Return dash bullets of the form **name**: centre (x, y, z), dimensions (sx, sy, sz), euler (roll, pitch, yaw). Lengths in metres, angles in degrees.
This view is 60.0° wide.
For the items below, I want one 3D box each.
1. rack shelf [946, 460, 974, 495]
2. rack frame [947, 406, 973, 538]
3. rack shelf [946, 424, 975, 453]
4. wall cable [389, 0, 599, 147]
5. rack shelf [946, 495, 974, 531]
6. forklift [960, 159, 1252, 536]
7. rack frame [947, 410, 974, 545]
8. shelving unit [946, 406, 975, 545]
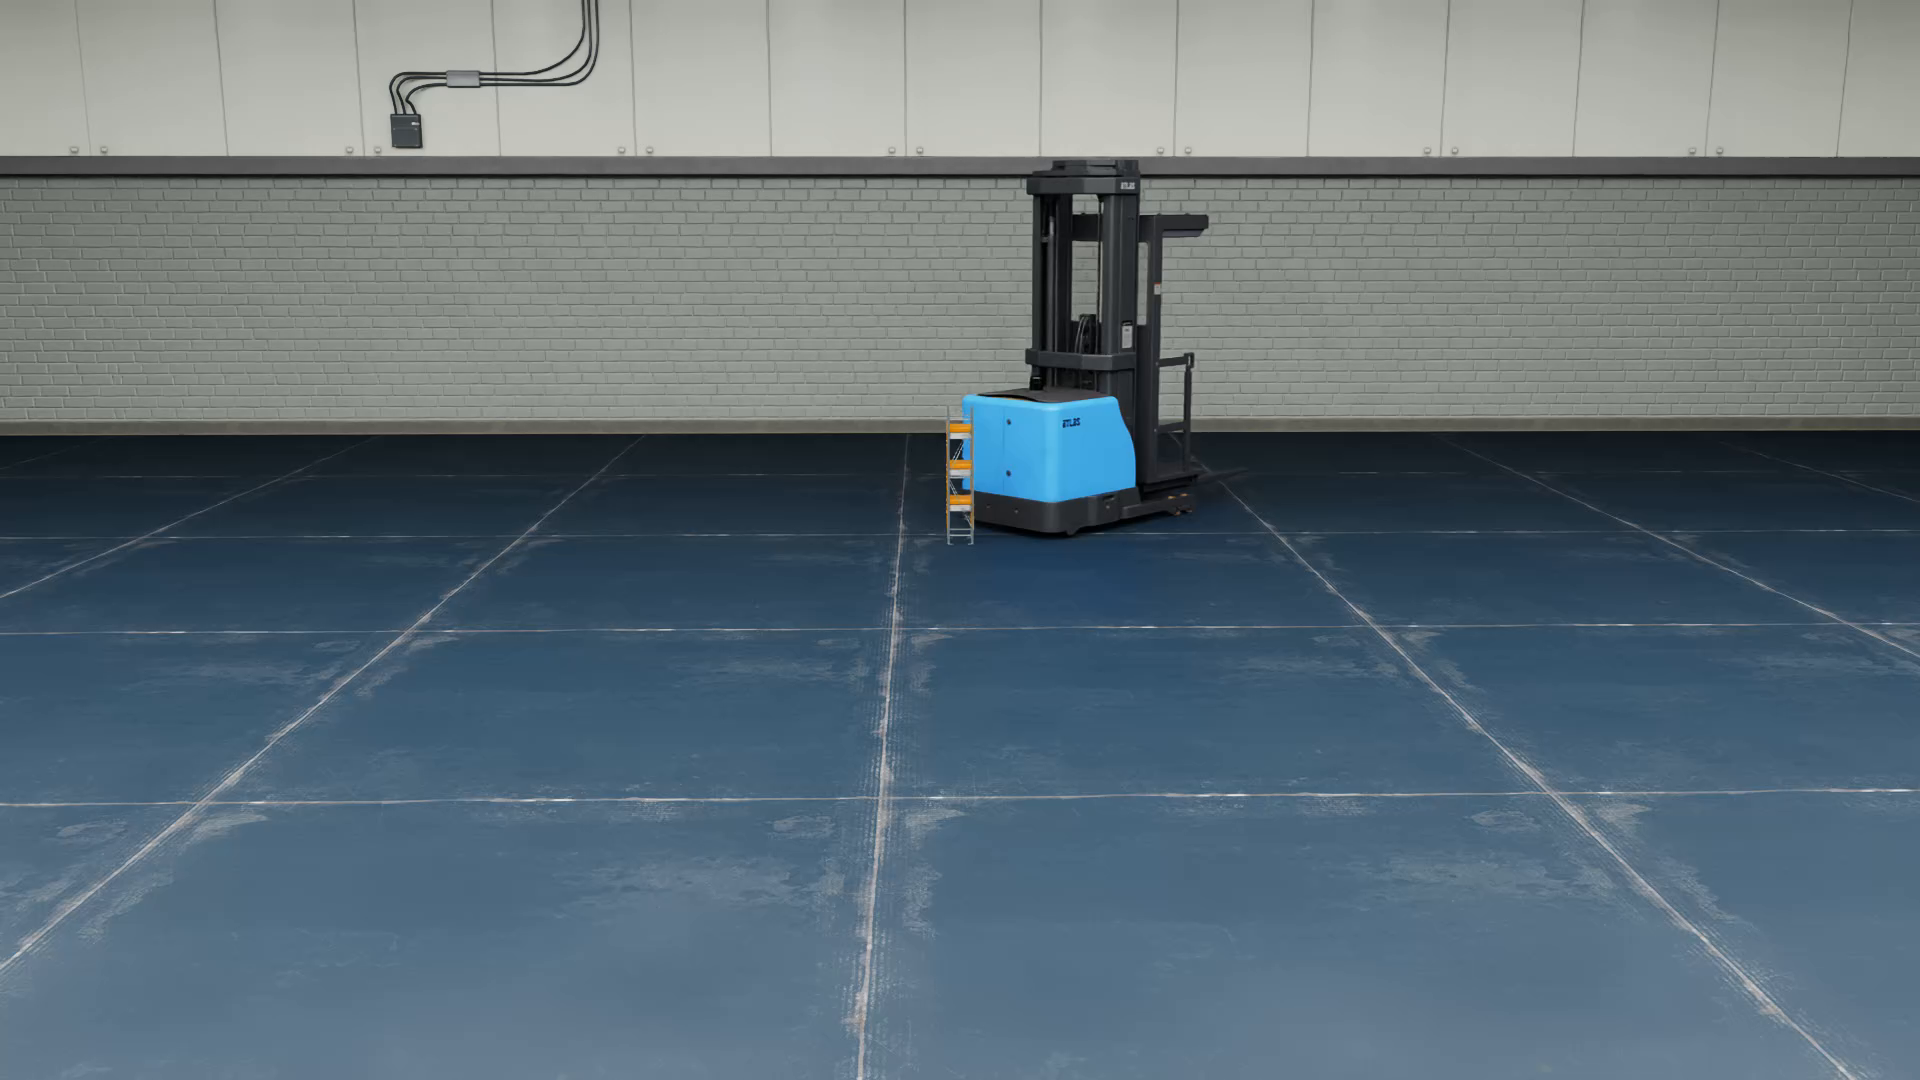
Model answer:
- **rack shelf**: centre (0.001, -0.494, 12.904), dimensions (0.215, 0.259, 0.240), euler (0, 11, -1)
- **rack frame**: centre (-0.001, -0.528, 13.022), dimensions (0.200, 1.050, 0.008), euler (0, 11, -1)
- **rack shelf**: centre (0.001, -0.772, 12.848), dimensions (0.215, 0.259, 0.240), euler (0, 11, -1)
- **wall cable**: centre (-5.099, -7.282, 17.765), dimensions (2.305, 6.003, 0.169), euler (0, 11, -1)
- **rack shelf**: centre (0.001, -0.221, 12.960), dimensions (0.215, 0.259, 0.240), euler (0, 11, -1)
- **forklift**: centre (1.381, -1.702, 14.079), dimensions (1.130, 2.935, 3.031), euler (11, 16, 42)
- **rack frame**: centre (0.004, -0.480, 12.783), dimensions (0.200, 1.050, 0.008), euler (0, 11, -1)
- **shelving unit**: centre (0.001, -0.504, 12.902), dimensions (0.215, 1.050, 0.252), euler (0, 11, -1)
